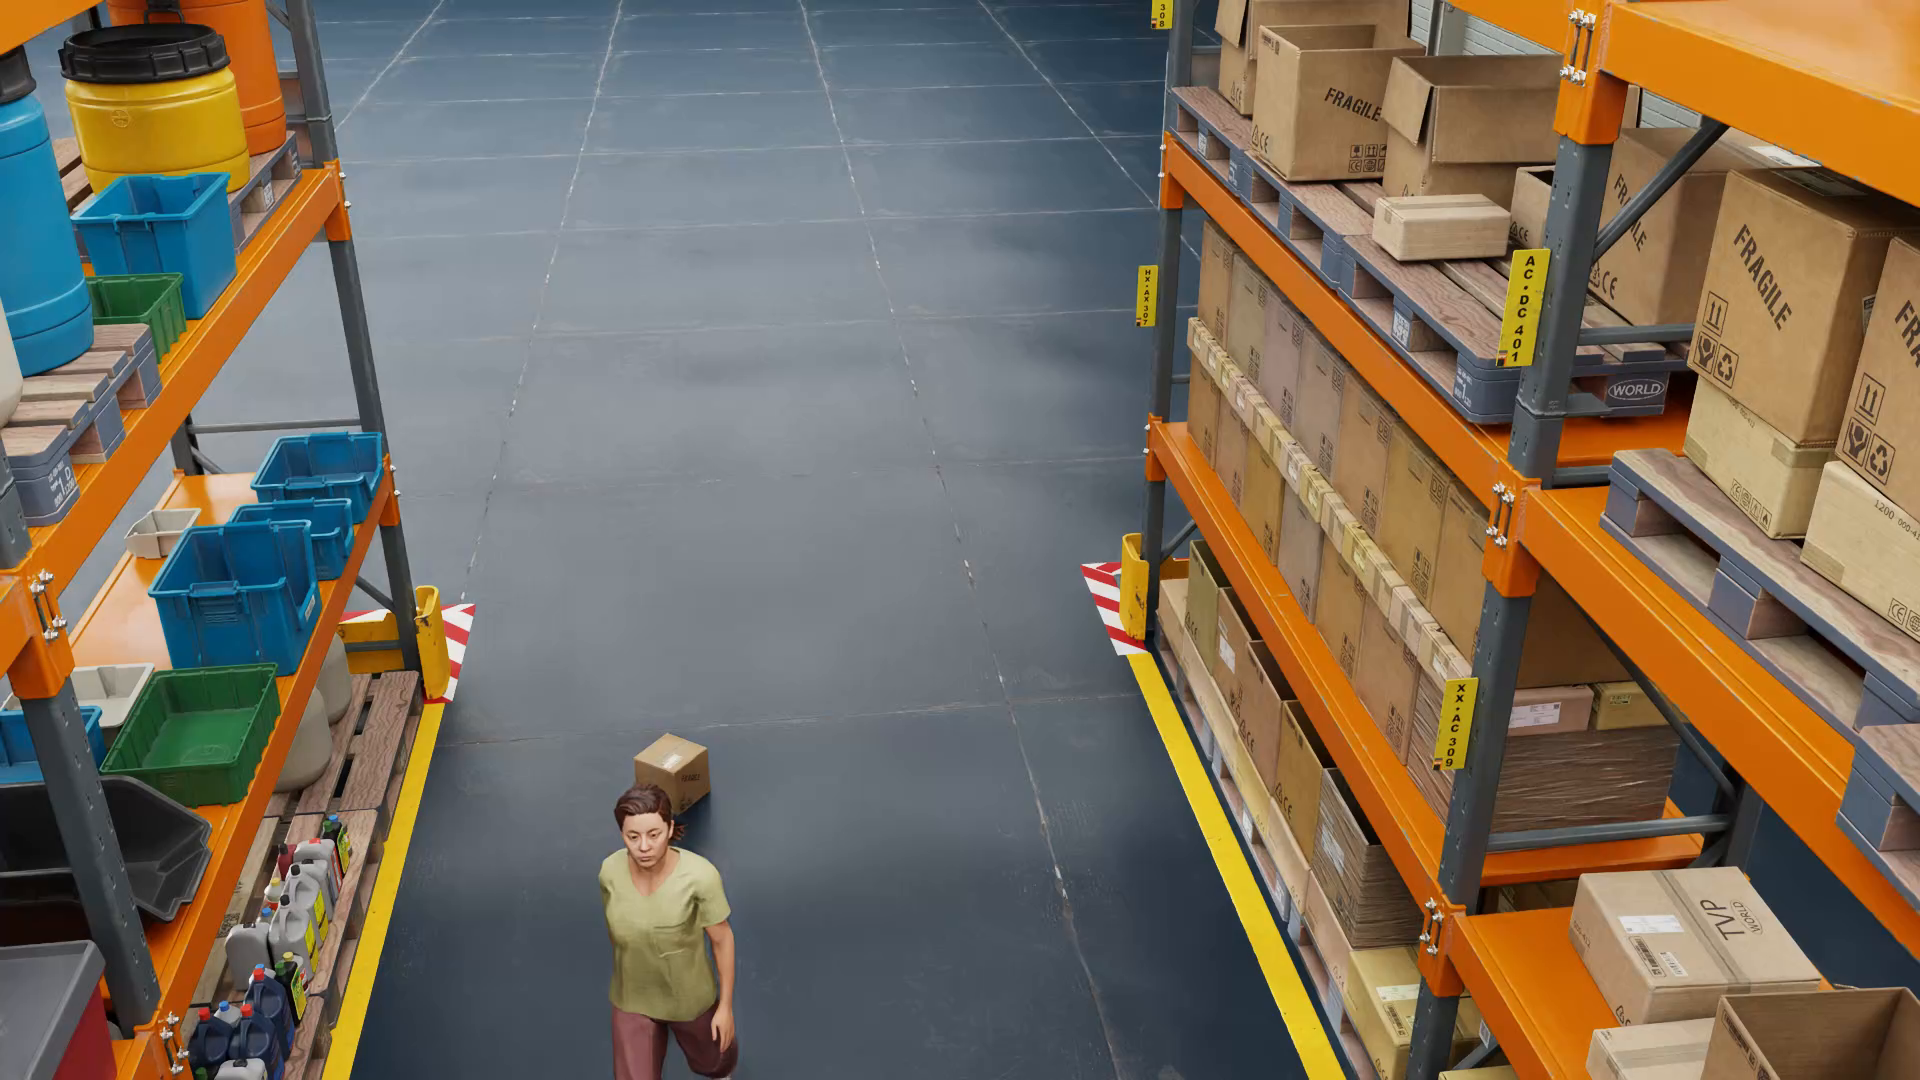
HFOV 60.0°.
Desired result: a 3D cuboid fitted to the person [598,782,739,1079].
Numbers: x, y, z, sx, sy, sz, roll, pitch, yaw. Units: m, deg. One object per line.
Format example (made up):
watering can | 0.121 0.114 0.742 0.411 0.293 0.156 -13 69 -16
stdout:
person | -0.979 1.536 5.642 0.460 1.627 0.999 1 27 2
